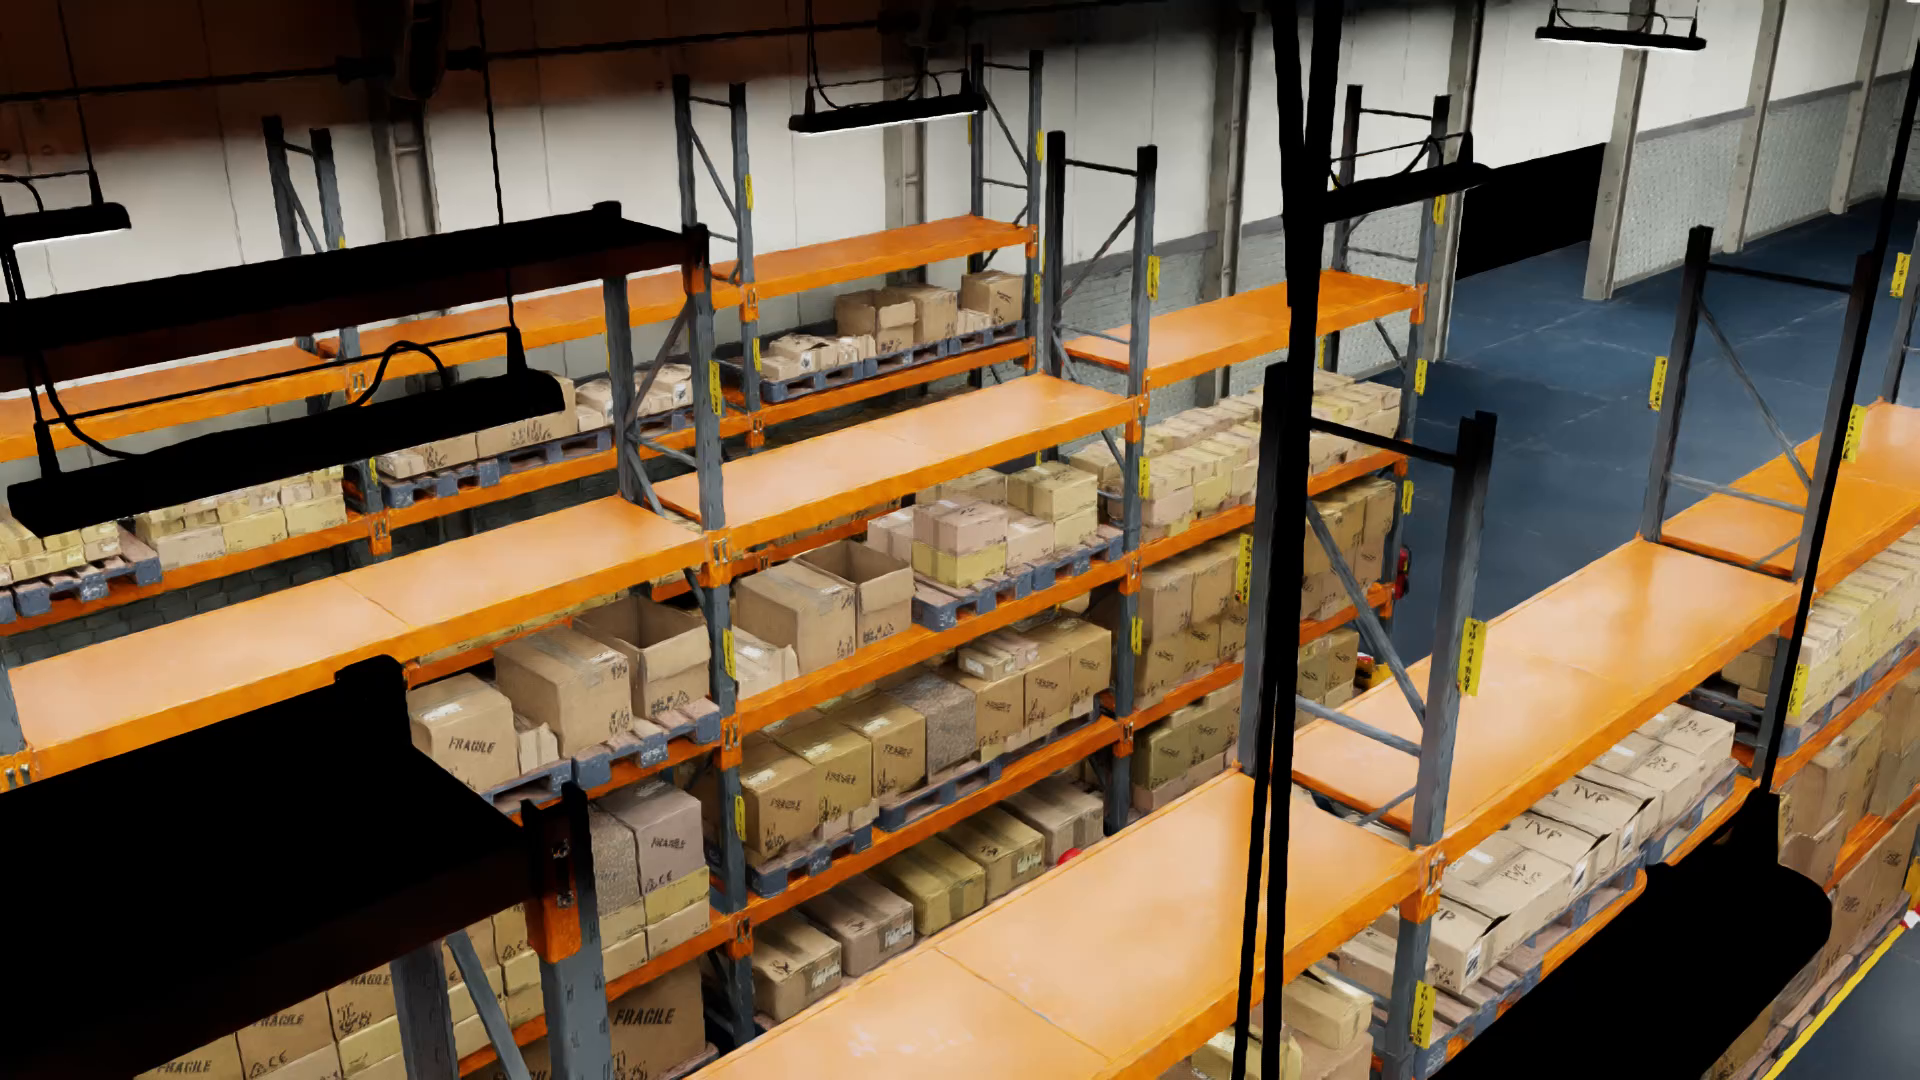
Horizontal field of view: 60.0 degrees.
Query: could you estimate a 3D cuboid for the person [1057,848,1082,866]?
[{"bbox_3d":[0.758,2.916,11.428,0.653,1.786,0.570,-6,23,-15],"label":"person"}]
